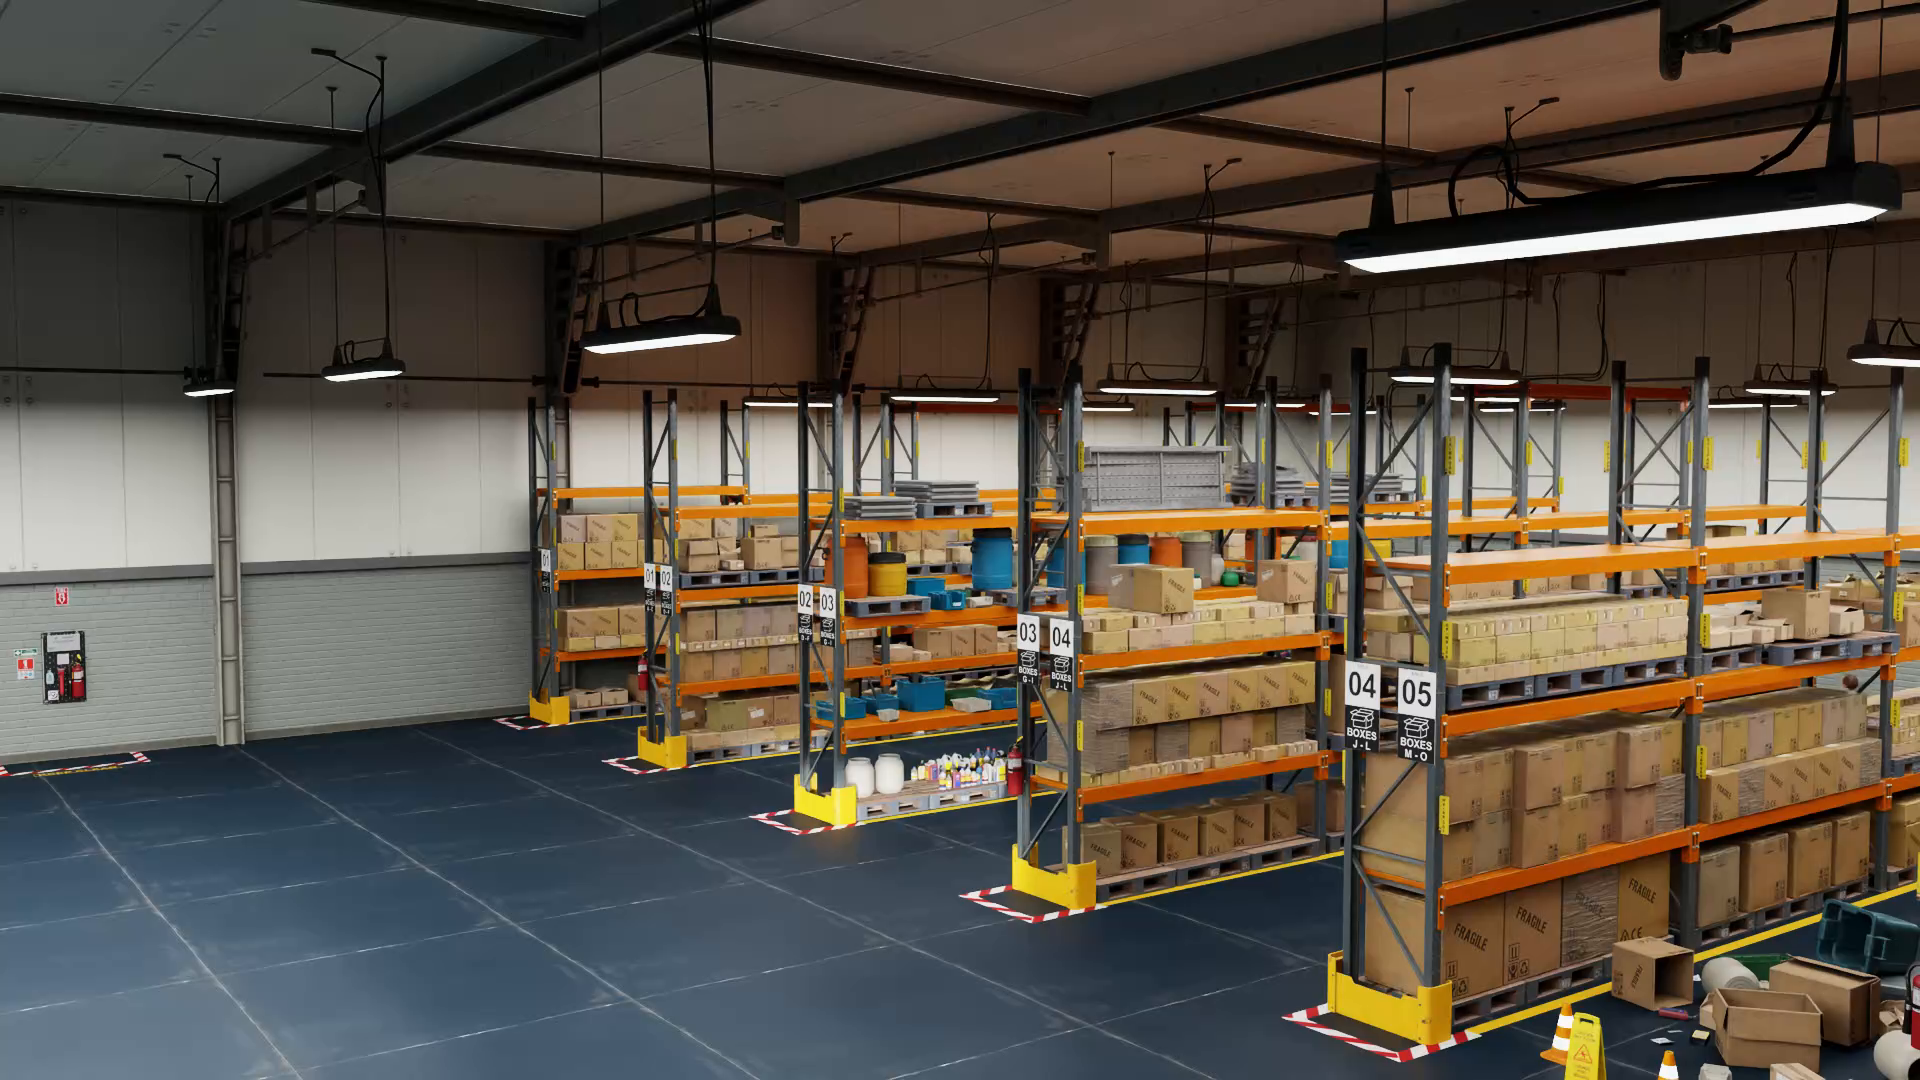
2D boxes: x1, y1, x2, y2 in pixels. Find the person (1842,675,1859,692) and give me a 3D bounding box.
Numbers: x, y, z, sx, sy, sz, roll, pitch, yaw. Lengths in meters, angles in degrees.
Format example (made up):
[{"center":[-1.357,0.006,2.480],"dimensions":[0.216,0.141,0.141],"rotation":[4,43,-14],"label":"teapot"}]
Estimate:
[{"center":[13.603,2.879,25.575],"dimensions":[0.387,1.641,0.442],"rotation":[0,3,6],"label":"person"}]
